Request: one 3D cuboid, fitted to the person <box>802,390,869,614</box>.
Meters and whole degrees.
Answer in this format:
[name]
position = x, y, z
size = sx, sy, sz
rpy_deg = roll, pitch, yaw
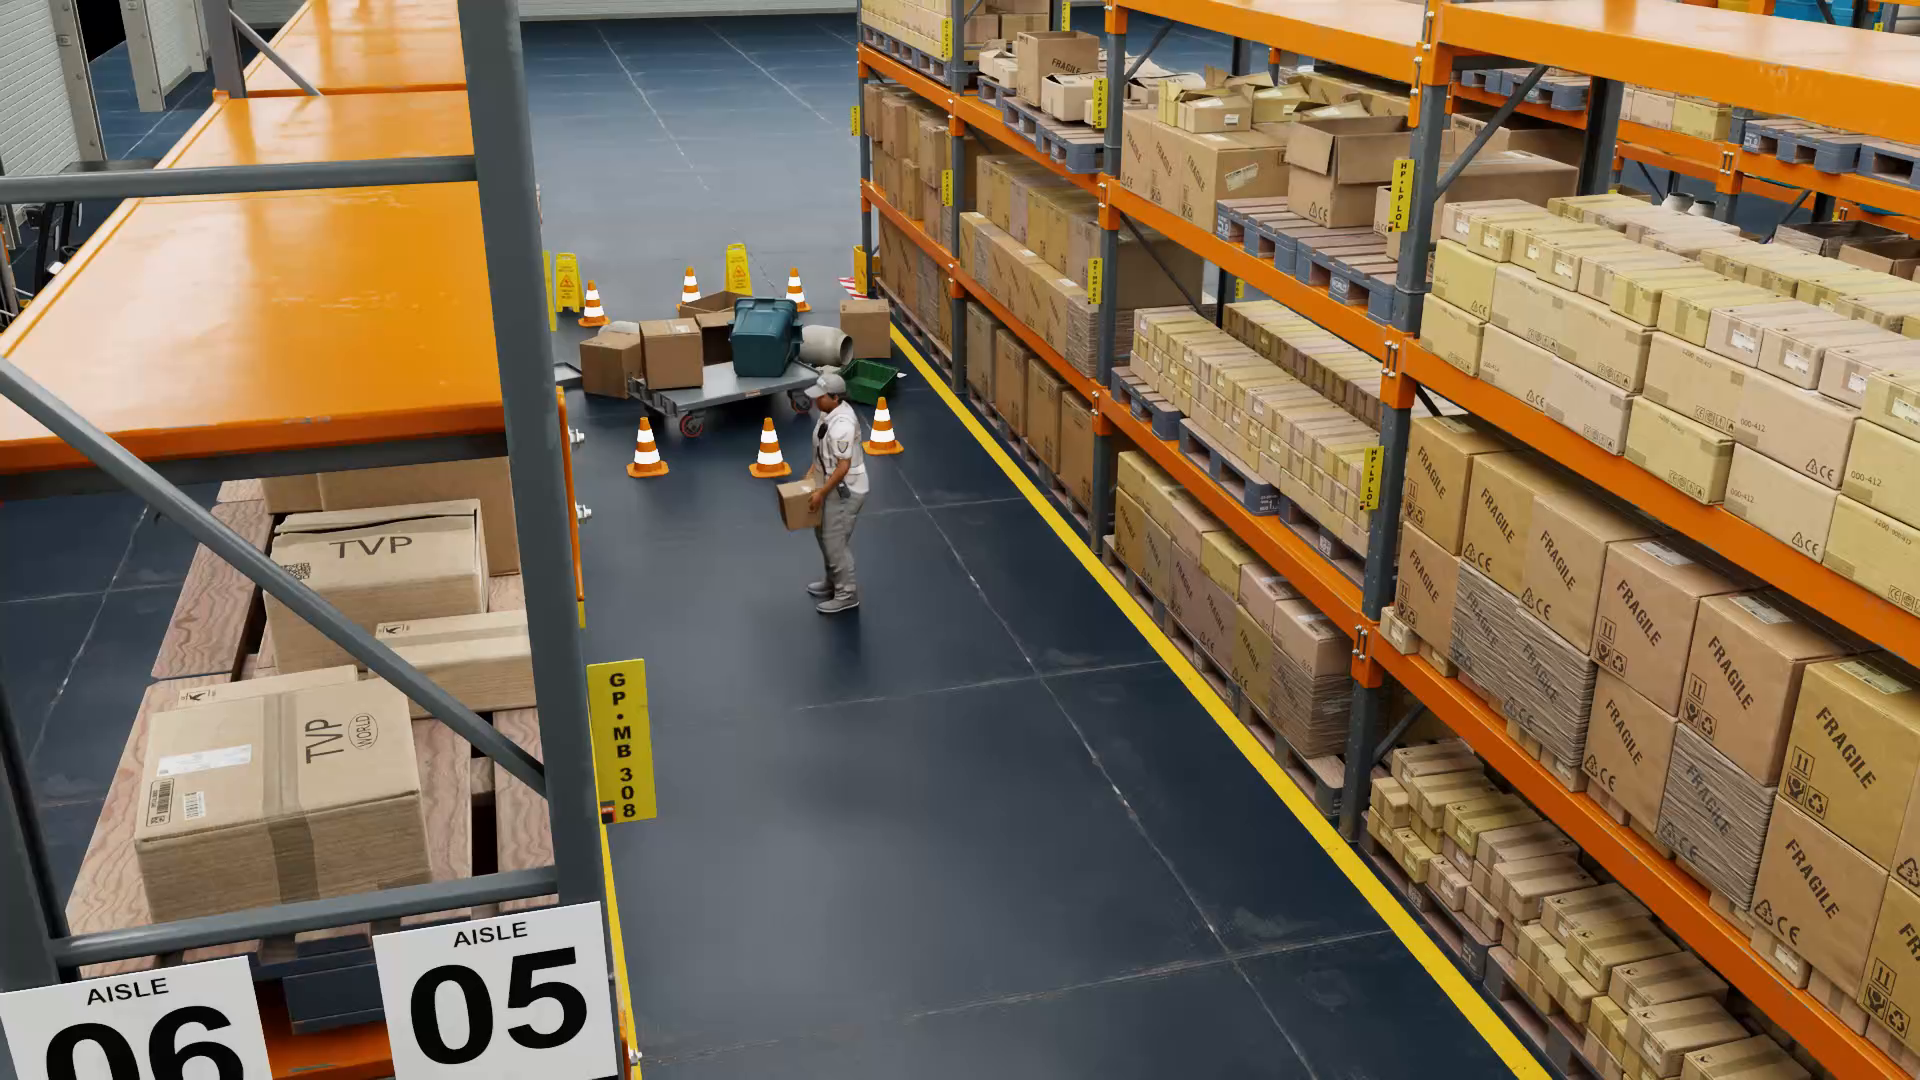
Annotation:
[person]
position = 1.395, -10.790, 30.378
size = 17.098, 6.001, 40.550
rpy_deg = -7, 24, -15
